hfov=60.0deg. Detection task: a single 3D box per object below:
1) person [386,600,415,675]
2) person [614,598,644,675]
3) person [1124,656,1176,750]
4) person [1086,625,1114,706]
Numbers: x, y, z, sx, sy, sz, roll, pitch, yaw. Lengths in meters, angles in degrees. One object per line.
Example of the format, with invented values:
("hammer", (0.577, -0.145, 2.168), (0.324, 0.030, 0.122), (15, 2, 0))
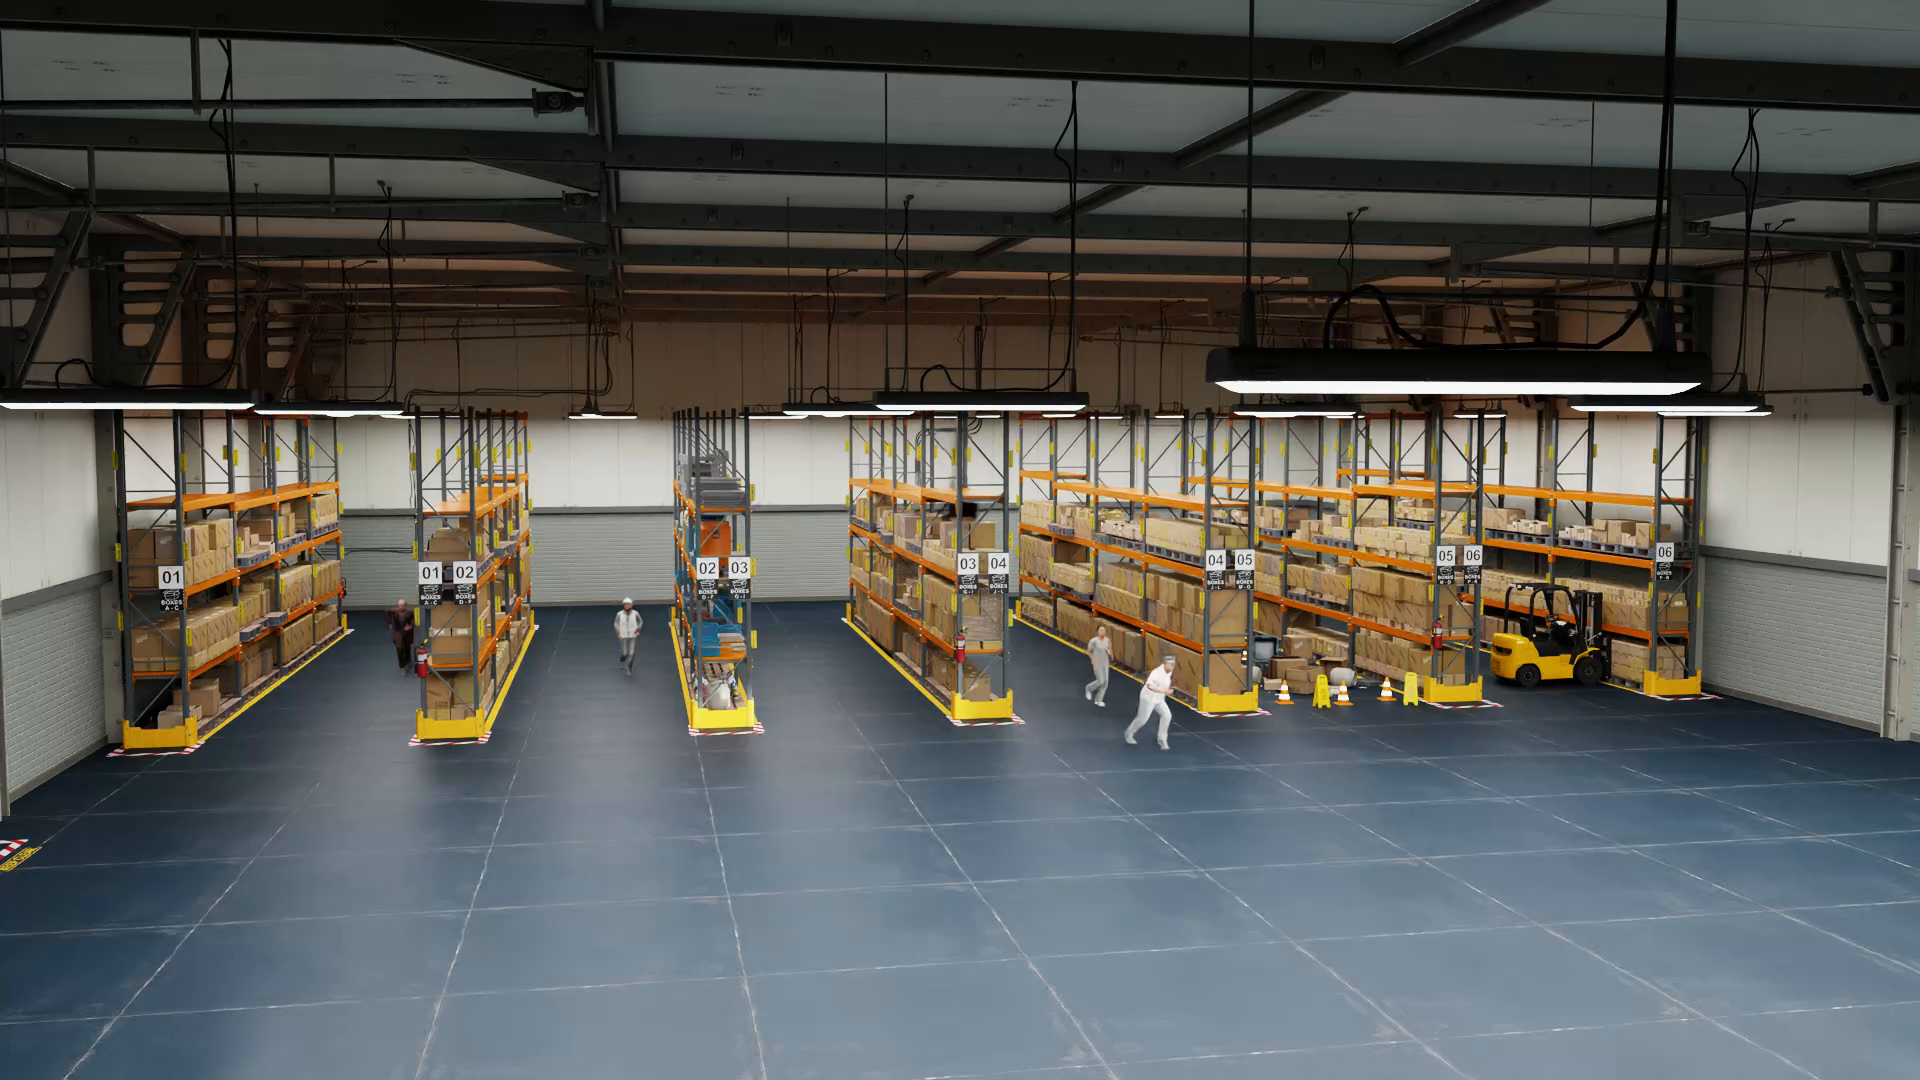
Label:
("person", (-12.725, 2.201, 38.055), (0.753, 1.744, 1.054), (-1, 4, -10))
("person", (-7.499, 2.185, 37.670), (0.656, 1.745, 0.625), (-1, 4, -11))
("person", (3.345, 2.856, 29.210), (1.017, 1.718, 0.707), (3, 5, 37))
("person", (2.842, 2.524, 33.629), (0.560, 1.639, 0.603), (-2, 5, -27))
